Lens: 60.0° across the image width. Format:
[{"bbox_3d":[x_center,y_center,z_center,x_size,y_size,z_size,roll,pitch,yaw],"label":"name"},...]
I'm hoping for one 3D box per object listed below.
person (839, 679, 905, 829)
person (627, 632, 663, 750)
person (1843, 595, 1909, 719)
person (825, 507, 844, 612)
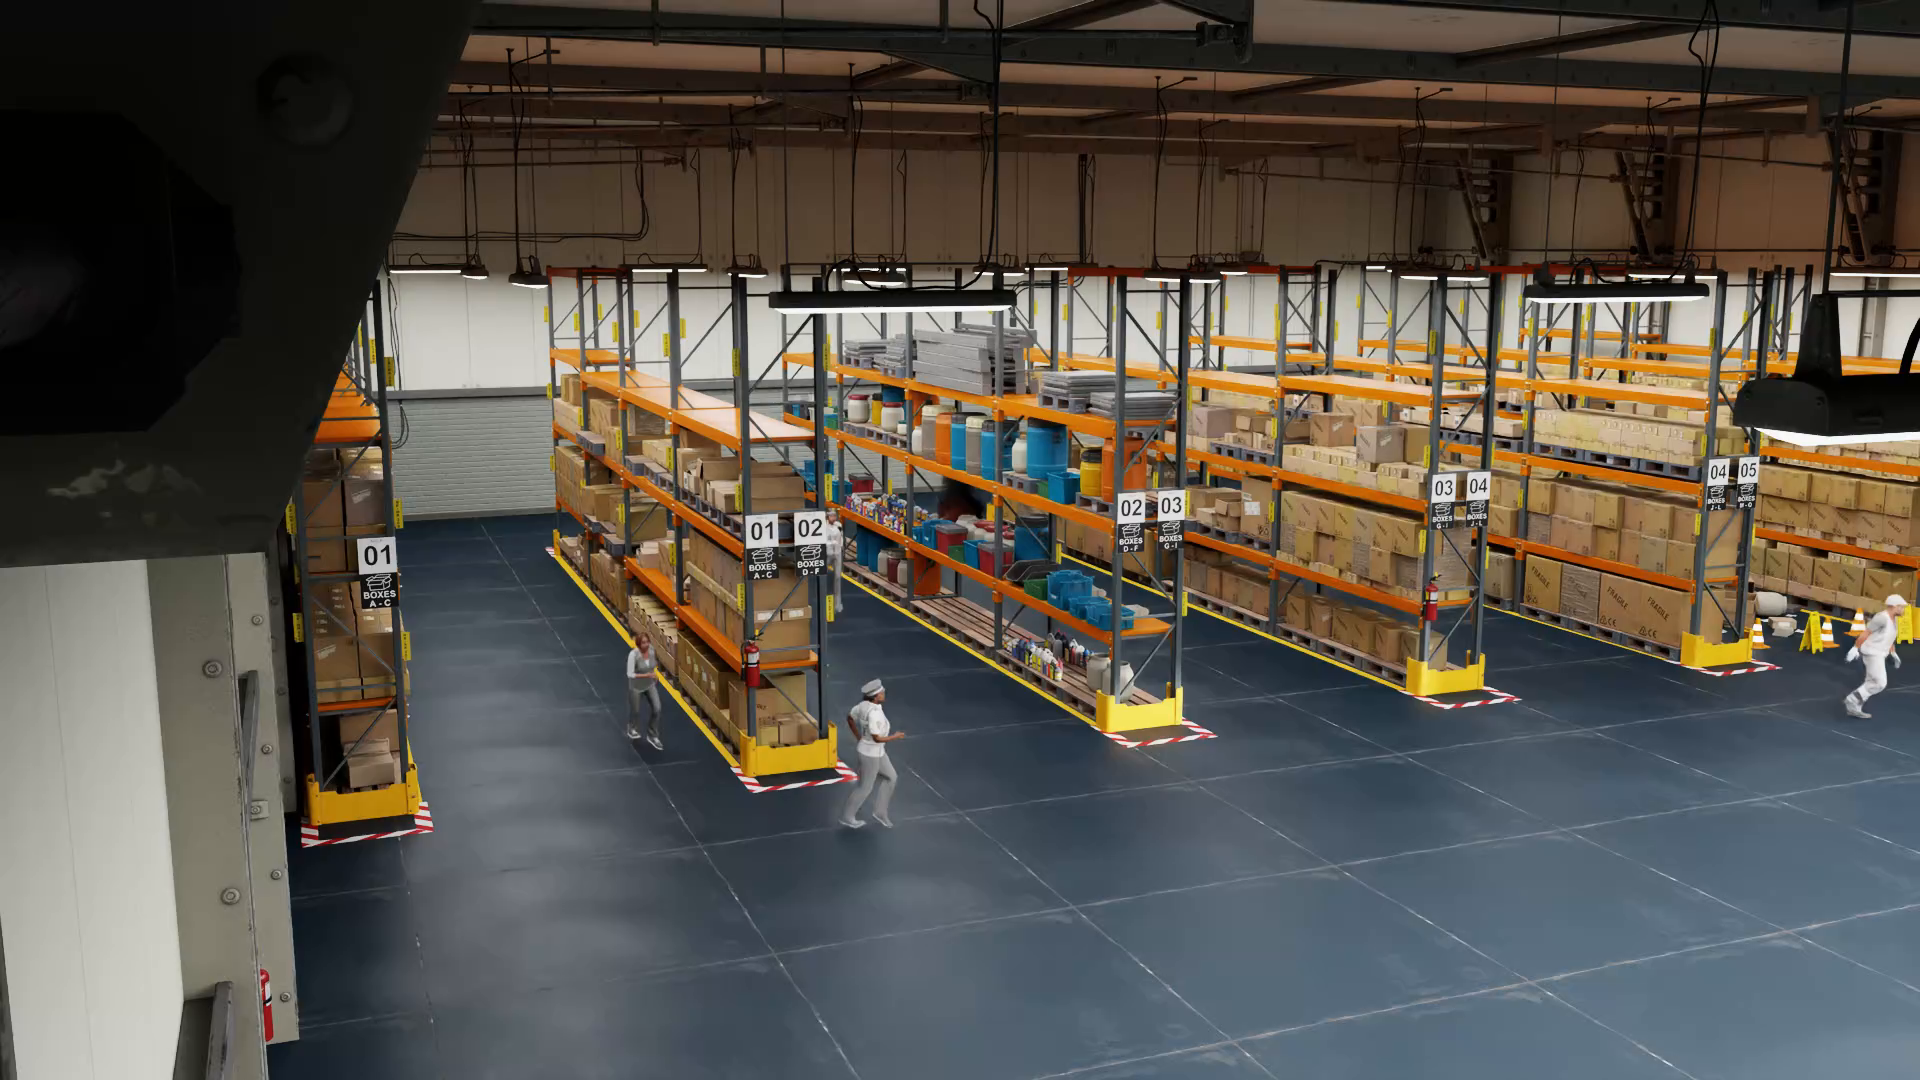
[{"bbox_3d":[-0.966,2.377,18.212,0.742,1.743,0.549,-1,10,-4],"label":"person"},{"bbox_3d":[-4.068,1.897,21.246,0.464,1.543,0.892,-6,11,-30],"label":"person"},{"bbox_3d":[12.438,1.581,22.577,0.620,1.727,0.659,9,14,43],"label":"person"},{"bbox_3d":[-2.201,0.300,28.347,0.563,1.764,0.801,-4,11,-21],"label":"person"}]
